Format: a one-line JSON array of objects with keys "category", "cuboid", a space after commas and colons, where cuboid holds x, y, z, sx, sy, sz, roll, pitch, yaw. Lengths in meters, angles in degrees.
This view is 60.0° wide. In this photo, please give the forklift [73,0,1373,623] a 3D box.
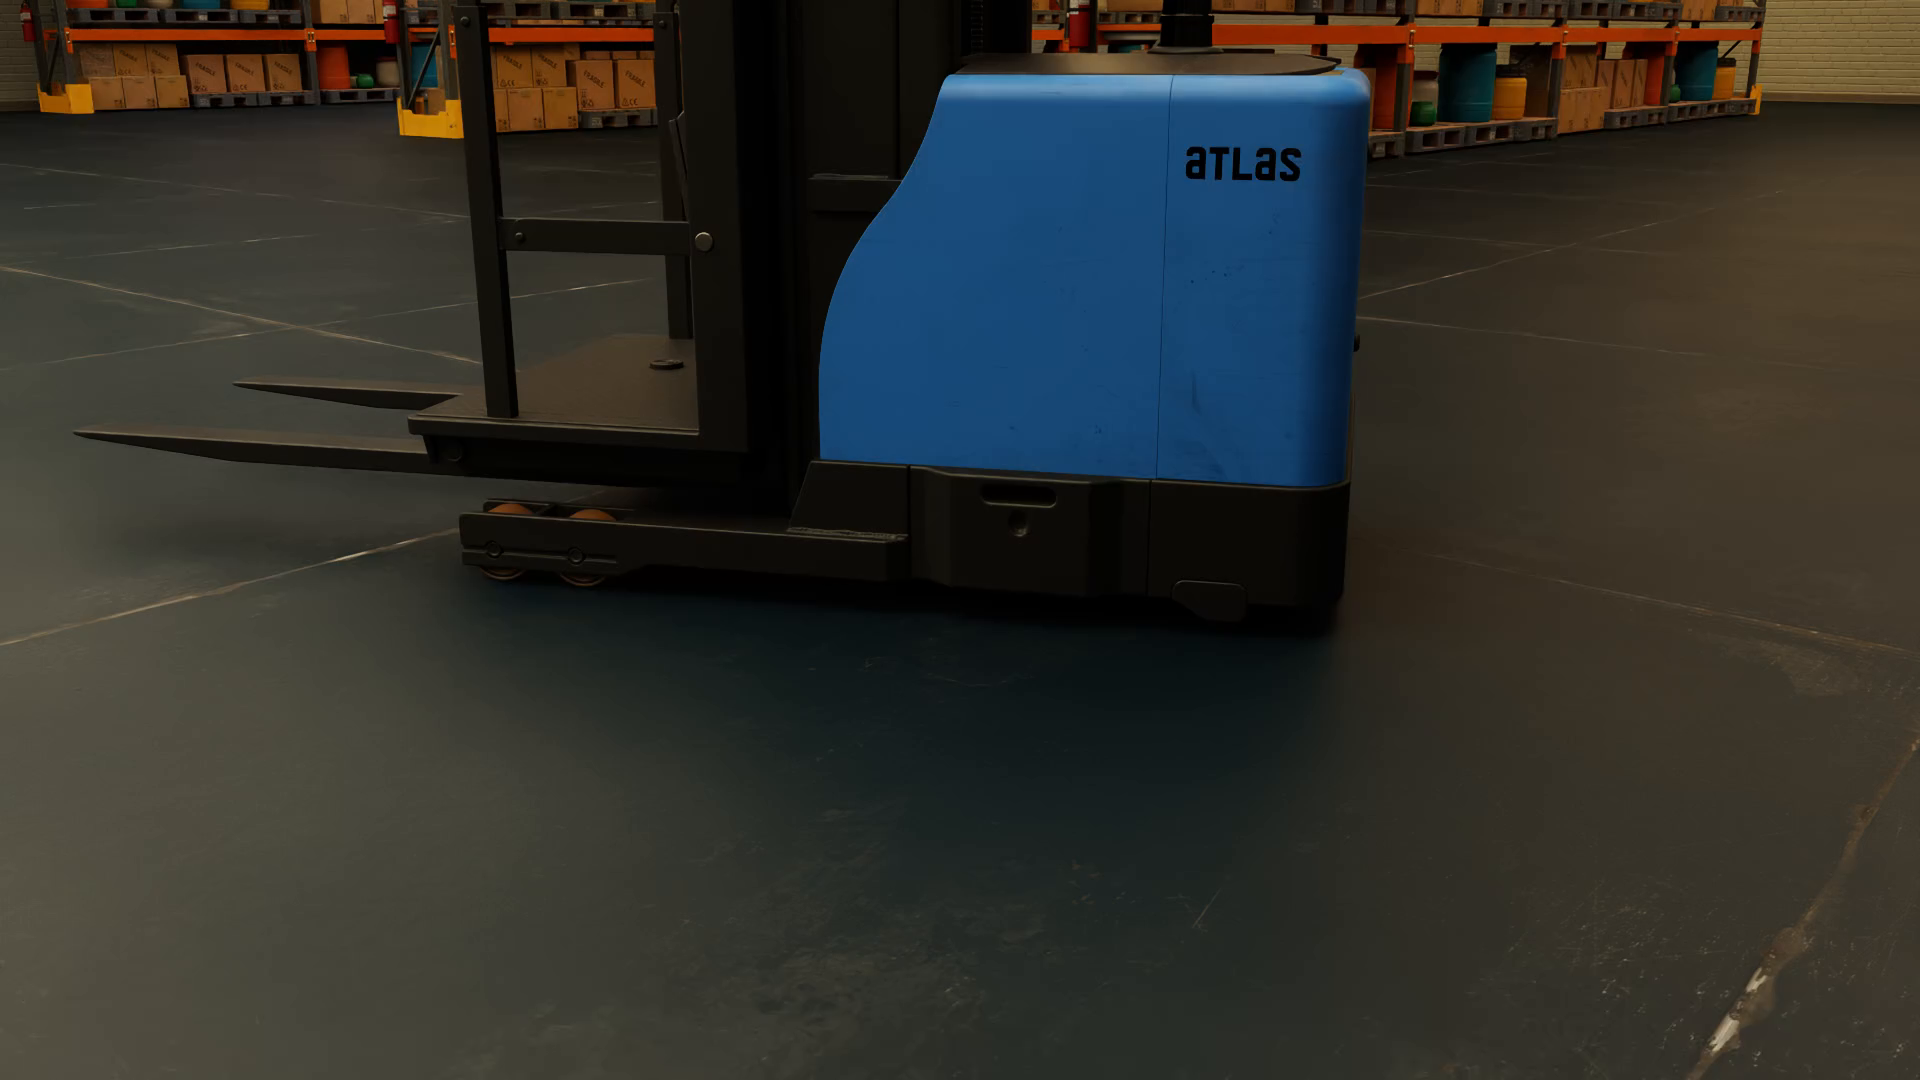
[{"category": "forklift", "cuboid": [-0.610, -1.445, 3.655, 3.031, 2.935, 1.130, 4, 17, 13]}]
